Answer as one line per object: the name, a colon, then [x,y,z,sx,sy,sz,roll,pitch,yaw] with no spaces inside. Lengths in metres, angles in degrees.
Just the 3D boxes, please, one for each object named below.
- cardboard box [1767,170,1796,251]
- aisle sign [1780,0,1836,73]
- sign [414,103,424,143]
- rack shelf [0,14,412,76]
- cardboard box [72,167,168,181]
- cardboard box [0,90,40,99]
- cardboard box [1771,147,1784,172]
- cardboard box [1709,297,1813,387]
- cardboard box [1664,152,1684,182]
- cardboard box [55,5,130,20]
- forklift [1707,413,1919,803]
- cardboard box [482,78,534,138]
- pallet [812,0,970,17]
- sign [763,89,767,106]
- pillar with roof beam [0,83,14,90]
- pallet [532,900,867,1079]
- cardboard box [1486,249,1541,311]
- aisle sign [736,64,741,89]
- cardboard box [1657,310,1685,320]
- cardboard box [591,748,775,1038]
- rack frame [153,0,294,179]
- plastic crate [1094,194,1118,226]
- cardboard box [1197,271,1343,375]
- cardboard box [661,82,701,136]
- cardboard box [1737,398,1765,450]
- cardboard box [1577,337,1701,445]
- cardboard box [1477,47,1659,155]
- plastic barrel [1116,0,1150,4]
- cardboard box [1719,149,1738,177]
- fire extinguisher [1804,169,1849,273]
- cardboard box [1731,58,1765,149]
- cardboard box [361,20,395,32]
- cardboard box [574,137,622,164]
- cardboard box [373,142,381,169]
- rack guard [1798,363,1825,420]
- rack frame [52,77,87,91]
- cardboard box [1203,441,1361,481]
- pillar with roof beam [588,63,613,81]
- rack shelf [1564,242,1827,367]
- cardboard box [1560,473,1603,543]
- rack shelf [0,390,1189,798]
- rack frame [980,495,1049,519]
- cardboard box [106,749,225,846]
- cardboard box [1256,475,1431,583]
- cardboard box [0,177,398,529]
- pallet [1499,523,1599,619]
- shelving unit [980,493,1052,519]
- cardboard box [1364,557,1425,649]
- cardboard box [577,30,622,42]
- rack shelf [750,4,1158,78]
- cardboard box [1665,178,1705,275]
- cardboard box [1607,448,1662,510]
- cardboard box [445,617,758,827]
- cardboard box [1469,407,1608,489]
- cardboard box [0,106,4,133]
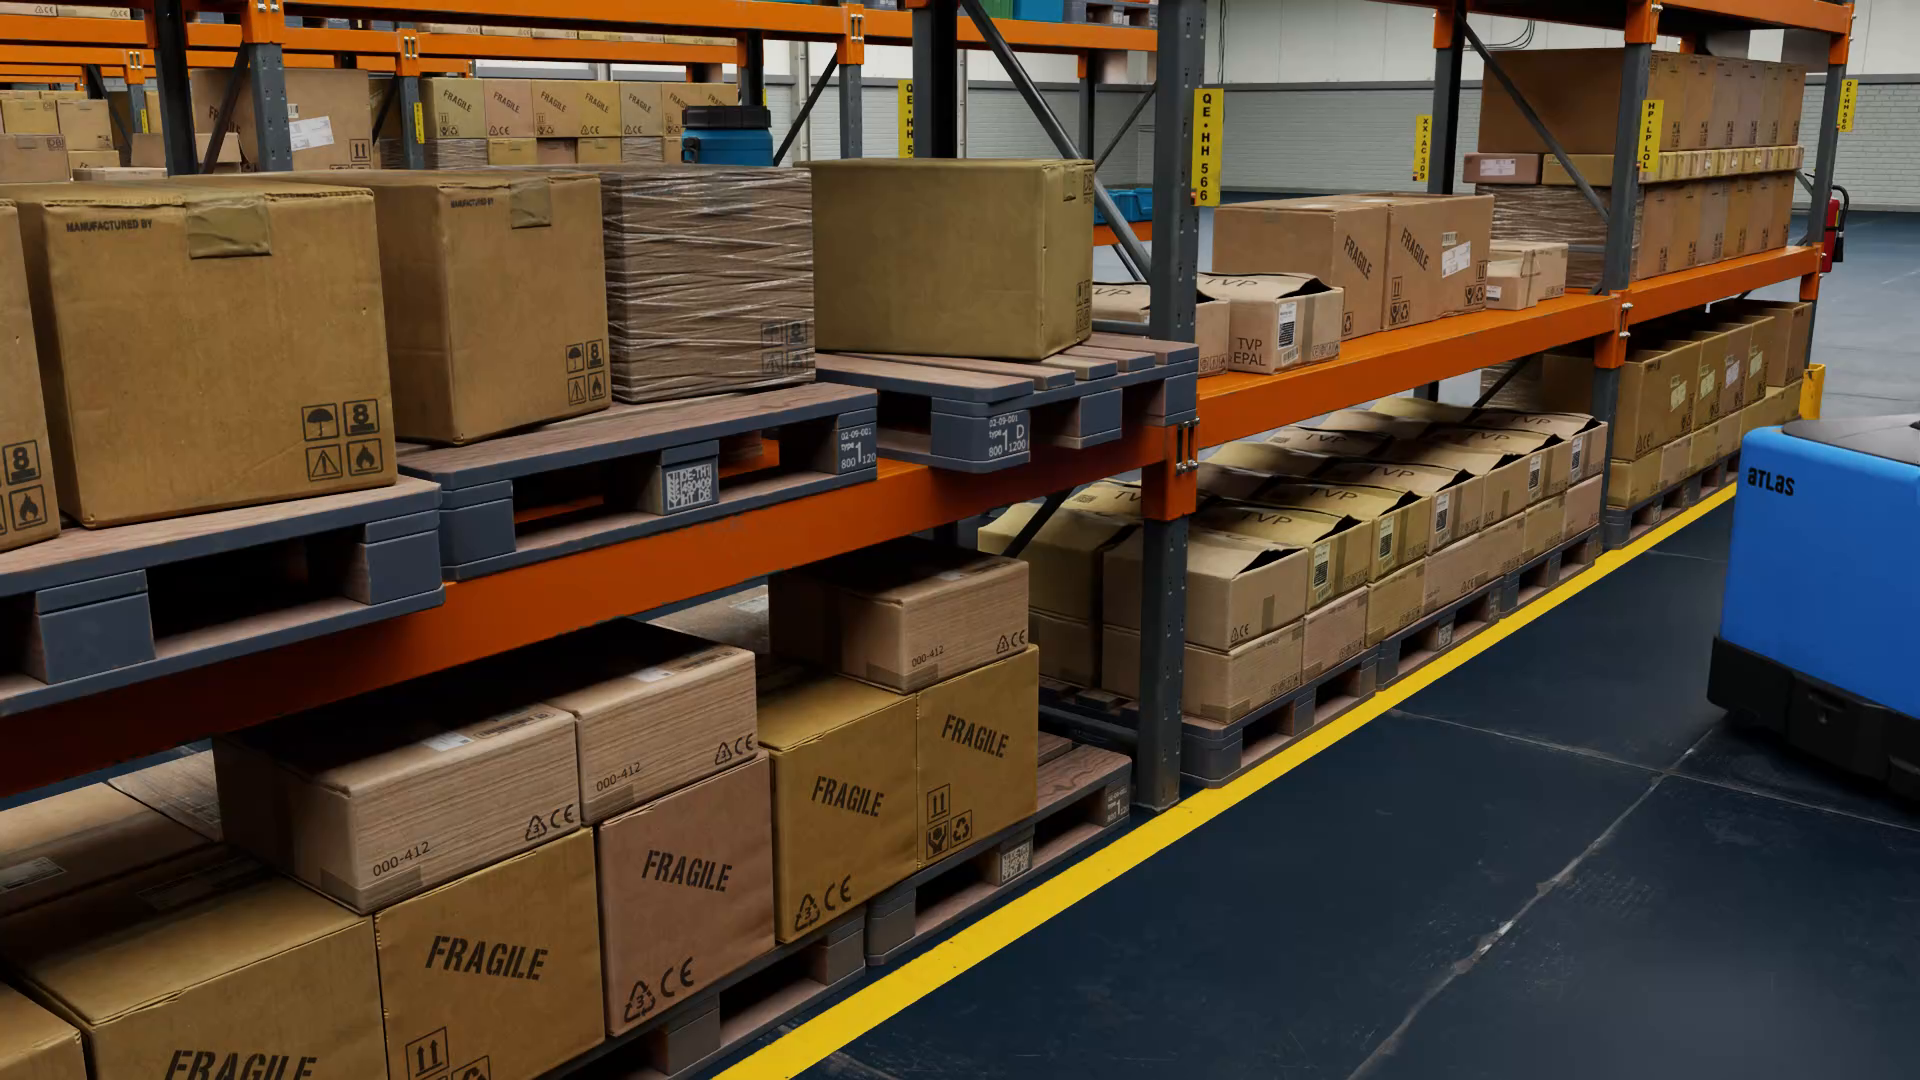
cardboard box: [4.998,-2.171,10.875,0.700,0.500,0.500,11,18,38]
aisle sign: [5.572,-3.437,10.782,0.394,0.787,0.004,11,18,38]
sign: [-4.481,-3.454,13.775,0.100,0.325,0.005,11,18,38]
rack shelf: [-6.172,-3.700,12.465,1.077,0.370,4.000,11,18,38]
cardboard box: [-6.197,-2.628,12.328,0.500,0.250,0.500,11,18,36]
cardboard box: [-11.840,-5.334,20.689,0.700,0.500,0.500,11,18,38]
cardboard box: [4.886,-2.371,10.344,0.380,0.149,0.250,11,18,37]
cardboard box: [5.196,-1.296,10.840,0.500,0.500,0.500,11,18,38]
cardboard box: [3.590,-1.977,8.792,0.380,0.149,0.250,11,18,37]
cardboard box: [-6.297,-3.842,11.866,0.500,0.250,0.500,12,18,39]
forklift: [3.631,-0.464,4.495,1.130,2.935,3.031,-4,15,-16]
cardboard box: [-4.121,-3.798,14.643,0.500,0.500,0.500,11,18,38]
pallet: [-0.685,-3.727,11.493,1.213,0.211,1.003,11,18,38]
sign: [-1.982,-4.369,16.734,0.100,0.325,0.005,11,18,38]
pillar with roof beam: [-11.762,-8.293,22.989,9.100,9.000,0.400,11,18,38]
pallet: [-0.992,1.043,4.088,1.003,0.211,1.213,11,18,38]
cardboard box: [2.378,-1.182,7.458,0.396,0.266,0.258,11,18,36]
aisle sign: [-2.129,-4.969,16.813,0.394,0.787,0.004,11,18,38]
cardboard box: [4.175,-1.183,10.394,0.500,0.500,0.500,11,18,38]
cardboard box: [-0.782,0.736,3.817,0.500,0.500,0.500,10,18,35]
rack frame: [-3.577,-1.445,8.221,1.000,3.000,0.127,11,18,38]
plastic crate: [0.957,-2.640,13.224,0.499,0.251,0.408,11,18,38]
cardboard box: [0.987,-0.776,5.768,0.500,0.311,0.500,11,18,37]
cardboard box: [-2.864,-4.181,16.151,0.500,0.500,0.500,11,18,38]
cardboard box: [4.577,-0.739,10.172,0.500,0.250,0.500,11,18,38]
cardboard box: [3.631,-0.816,8.951,0.500,0.500,0.500,11,18,38]
cardboard box: [3.062,-2.207,8.382,0.700,0.500,0.500,11,18,38]
plastic barrel: [1.245,-4.730,13.334,0.600,0.830,0.708,11,18,38]
cardboard box: [4.237,-2.173,9.564,0.380,0.149,0.250,11,18,37]
fire extinguisher: [5.737,-2.124,11.047,0.296,0.674,0.183,11,18,38]
cardboard box: [4.323,-2.592,9.895,0.700,0.500,0.500,11,18,38]
cardboard box: [-4.832,-4.487,14.405,0.500,0.250,0.500,12,19,40]
cardboard box: [-3.660,-3.538,15.651,0.875,0.500,0.500,11,18,38]
cardboard box: [-7.172,-4.329,19.267,0.875,0.550,0.550,11,18,38]
rack guard: [5.317,-1.003,11.557,1.175,0.500,0.348,11,18,38]
rack frame: [-13.972,-6.045,26.326,1.000,3.000,0.127,11,18,38]
cardboard box: [1.369,-0.252,7.114,0.500,0.311,0.500,12,18,39]
pillar with roof beam: [-4.220,-10.591,32.036,9.100,9.000,0.400,11,18,38]
rack shelf: [4.045,-1.479,9.812,1.077,0.370,4.000,11,18,38]
cardboard box: [2.753,-0.191,8.014,0.500,0.250,0.500,11,18,37]
rack shelf: [-0.983,0.053,3.781,1.077,0.370,4.000,11,18,38]
rack frame: [0.315,-0.641,8.863,0.500,1.125,0.032,11,18,38]
cardboard box: [-1.520,0.758,3.731,0.500,0.500,0.500,12,18,38]
cardboard box: [1.477,-0.075,6.418,0.500,0.311,0.500,11,18,36]
cardboard box: [-1.386,-0.362,2.899,0.500,0.500,0.700,-12,19,-40]
pallet: [2.355,0.054,7.980,1.003,0.211,1.213,11,18,38]
shelving unit: [-0.004,-0.544,8.479,0.538,1.125,1.048,11,18,38]
cardboard box: [1.469,0.199,6.478,0.500,0.250,0.500,11,18,36]
cardboard box: [-3.459,-4.703,15.258,0.500,0.250,0.500,11,18,37]
rack shelf: [0.194,-3.700,12.463,1.077,0.370,4.000,11,18,38]
cardboard box: [3.707,-1.776,9.319,0.700,0.500,0.500,12,18,38]
cardboard box: [3.315,-0.357,8.668,0.500,0.250,0.500,11,18,38]
cardboard box: [-0.803,0.380,3.695,0.500,0.250,0.500,11,18,36]
cardboard box: [2.756,-0.465,7.954,0.500,0.311,0.500,11,18,38]
cardboard box: [-9.656,-4.006,16.068,0.700,0.500,0.500,11,18,38]
